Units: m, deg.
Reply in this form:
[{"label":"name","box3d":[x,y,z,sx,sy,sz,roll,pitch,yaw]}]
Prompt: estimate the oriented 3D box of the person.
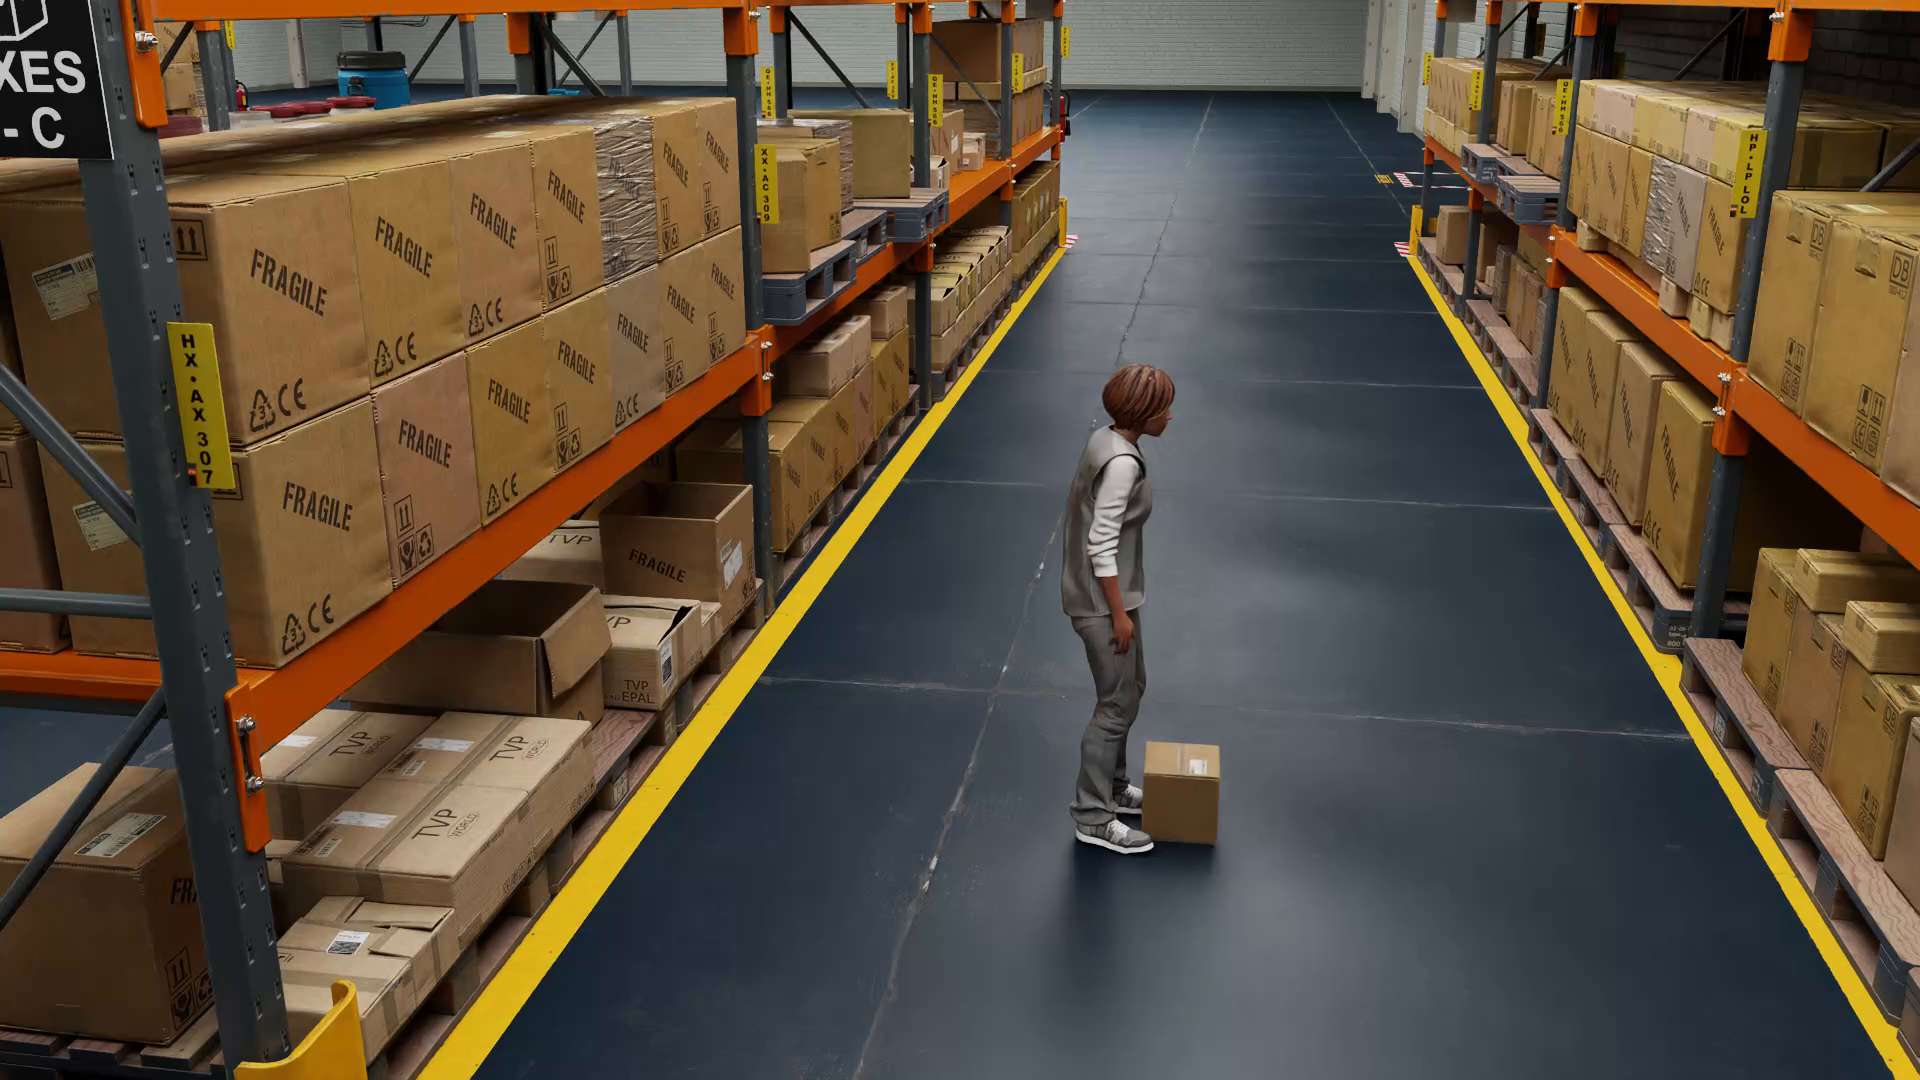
[{"label":"person","box3d":[0.516,0.208,5.439,0.376,1.592,0.466,2,18,7]}]
